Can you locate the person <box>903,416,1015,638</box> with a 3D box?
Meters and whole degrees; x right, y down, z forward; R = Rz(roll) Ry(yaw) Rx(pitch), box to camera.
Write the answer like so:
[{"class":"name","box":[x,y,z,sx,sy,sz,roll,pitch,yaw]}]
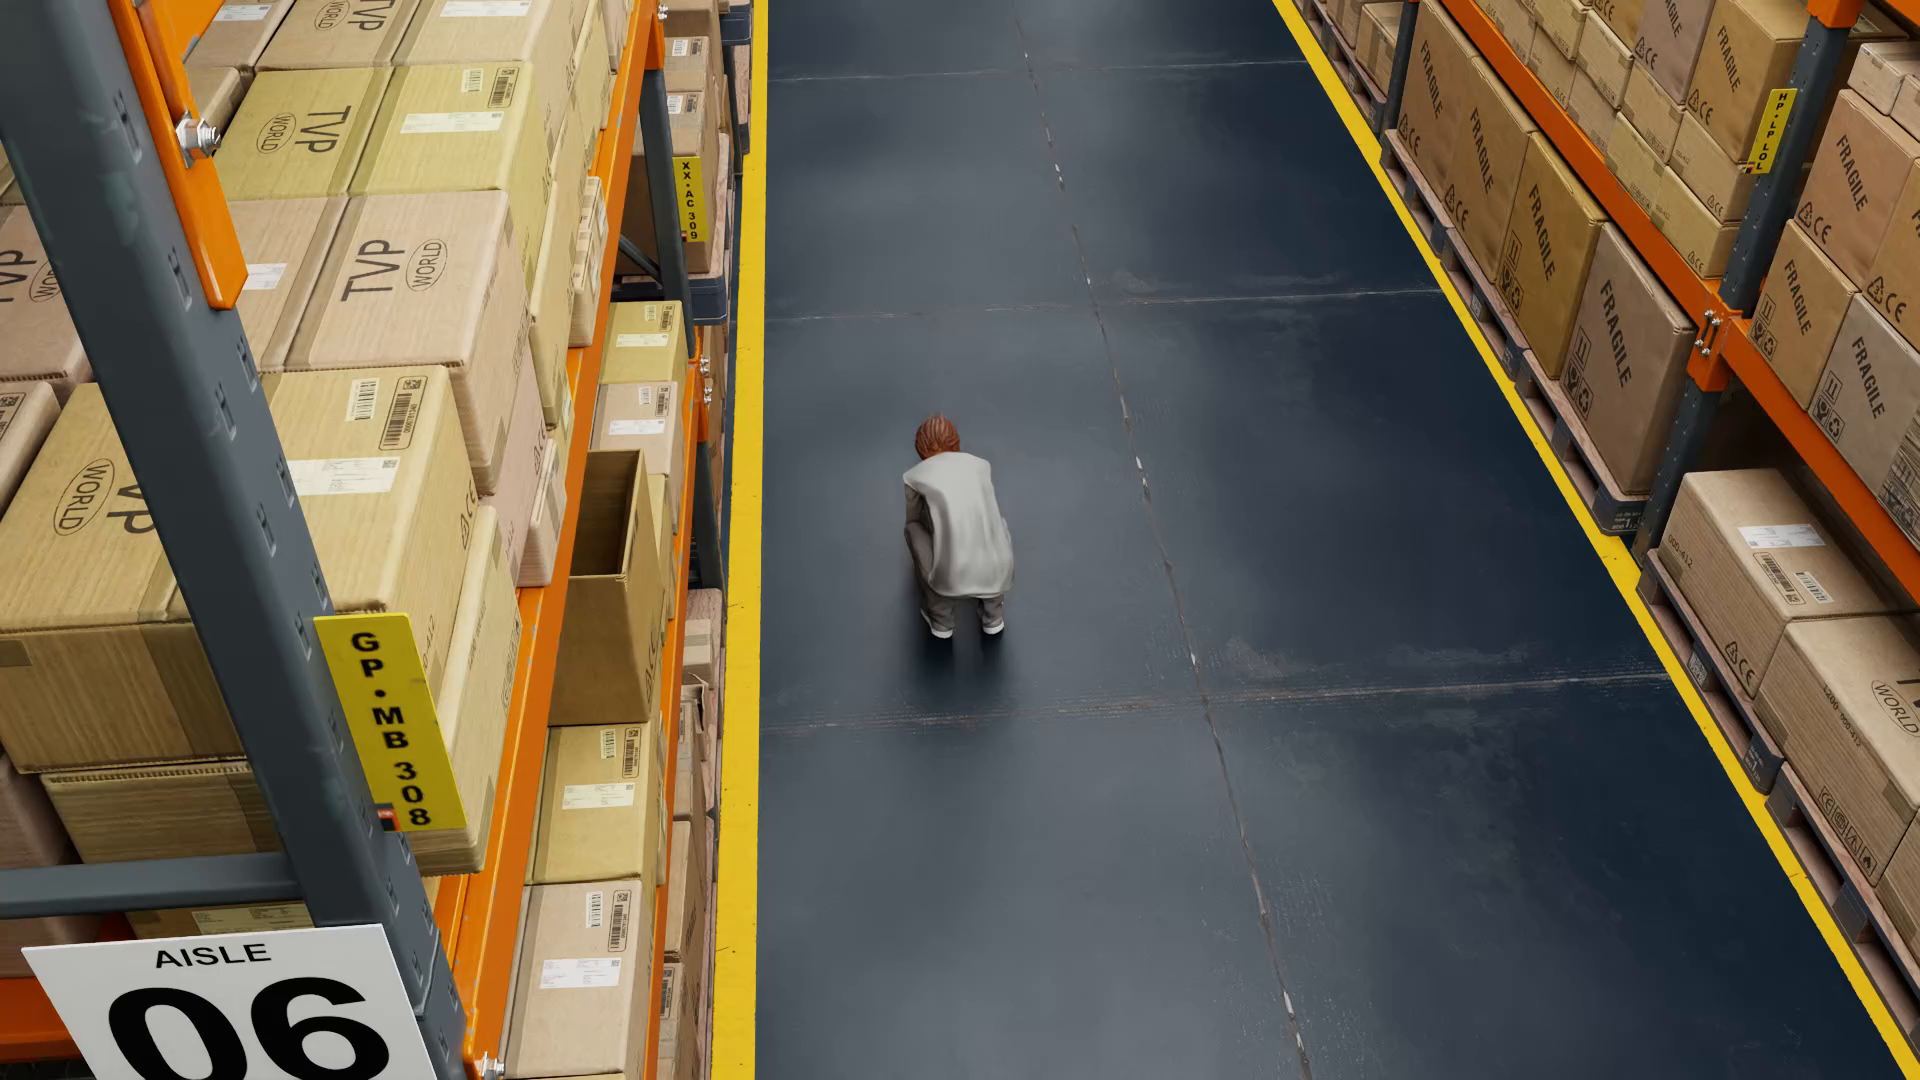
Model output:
[{"class":"person","box":[-0.007,-0.008,6.902,0.435,0.759,0.822,-5,40,-6]}]
